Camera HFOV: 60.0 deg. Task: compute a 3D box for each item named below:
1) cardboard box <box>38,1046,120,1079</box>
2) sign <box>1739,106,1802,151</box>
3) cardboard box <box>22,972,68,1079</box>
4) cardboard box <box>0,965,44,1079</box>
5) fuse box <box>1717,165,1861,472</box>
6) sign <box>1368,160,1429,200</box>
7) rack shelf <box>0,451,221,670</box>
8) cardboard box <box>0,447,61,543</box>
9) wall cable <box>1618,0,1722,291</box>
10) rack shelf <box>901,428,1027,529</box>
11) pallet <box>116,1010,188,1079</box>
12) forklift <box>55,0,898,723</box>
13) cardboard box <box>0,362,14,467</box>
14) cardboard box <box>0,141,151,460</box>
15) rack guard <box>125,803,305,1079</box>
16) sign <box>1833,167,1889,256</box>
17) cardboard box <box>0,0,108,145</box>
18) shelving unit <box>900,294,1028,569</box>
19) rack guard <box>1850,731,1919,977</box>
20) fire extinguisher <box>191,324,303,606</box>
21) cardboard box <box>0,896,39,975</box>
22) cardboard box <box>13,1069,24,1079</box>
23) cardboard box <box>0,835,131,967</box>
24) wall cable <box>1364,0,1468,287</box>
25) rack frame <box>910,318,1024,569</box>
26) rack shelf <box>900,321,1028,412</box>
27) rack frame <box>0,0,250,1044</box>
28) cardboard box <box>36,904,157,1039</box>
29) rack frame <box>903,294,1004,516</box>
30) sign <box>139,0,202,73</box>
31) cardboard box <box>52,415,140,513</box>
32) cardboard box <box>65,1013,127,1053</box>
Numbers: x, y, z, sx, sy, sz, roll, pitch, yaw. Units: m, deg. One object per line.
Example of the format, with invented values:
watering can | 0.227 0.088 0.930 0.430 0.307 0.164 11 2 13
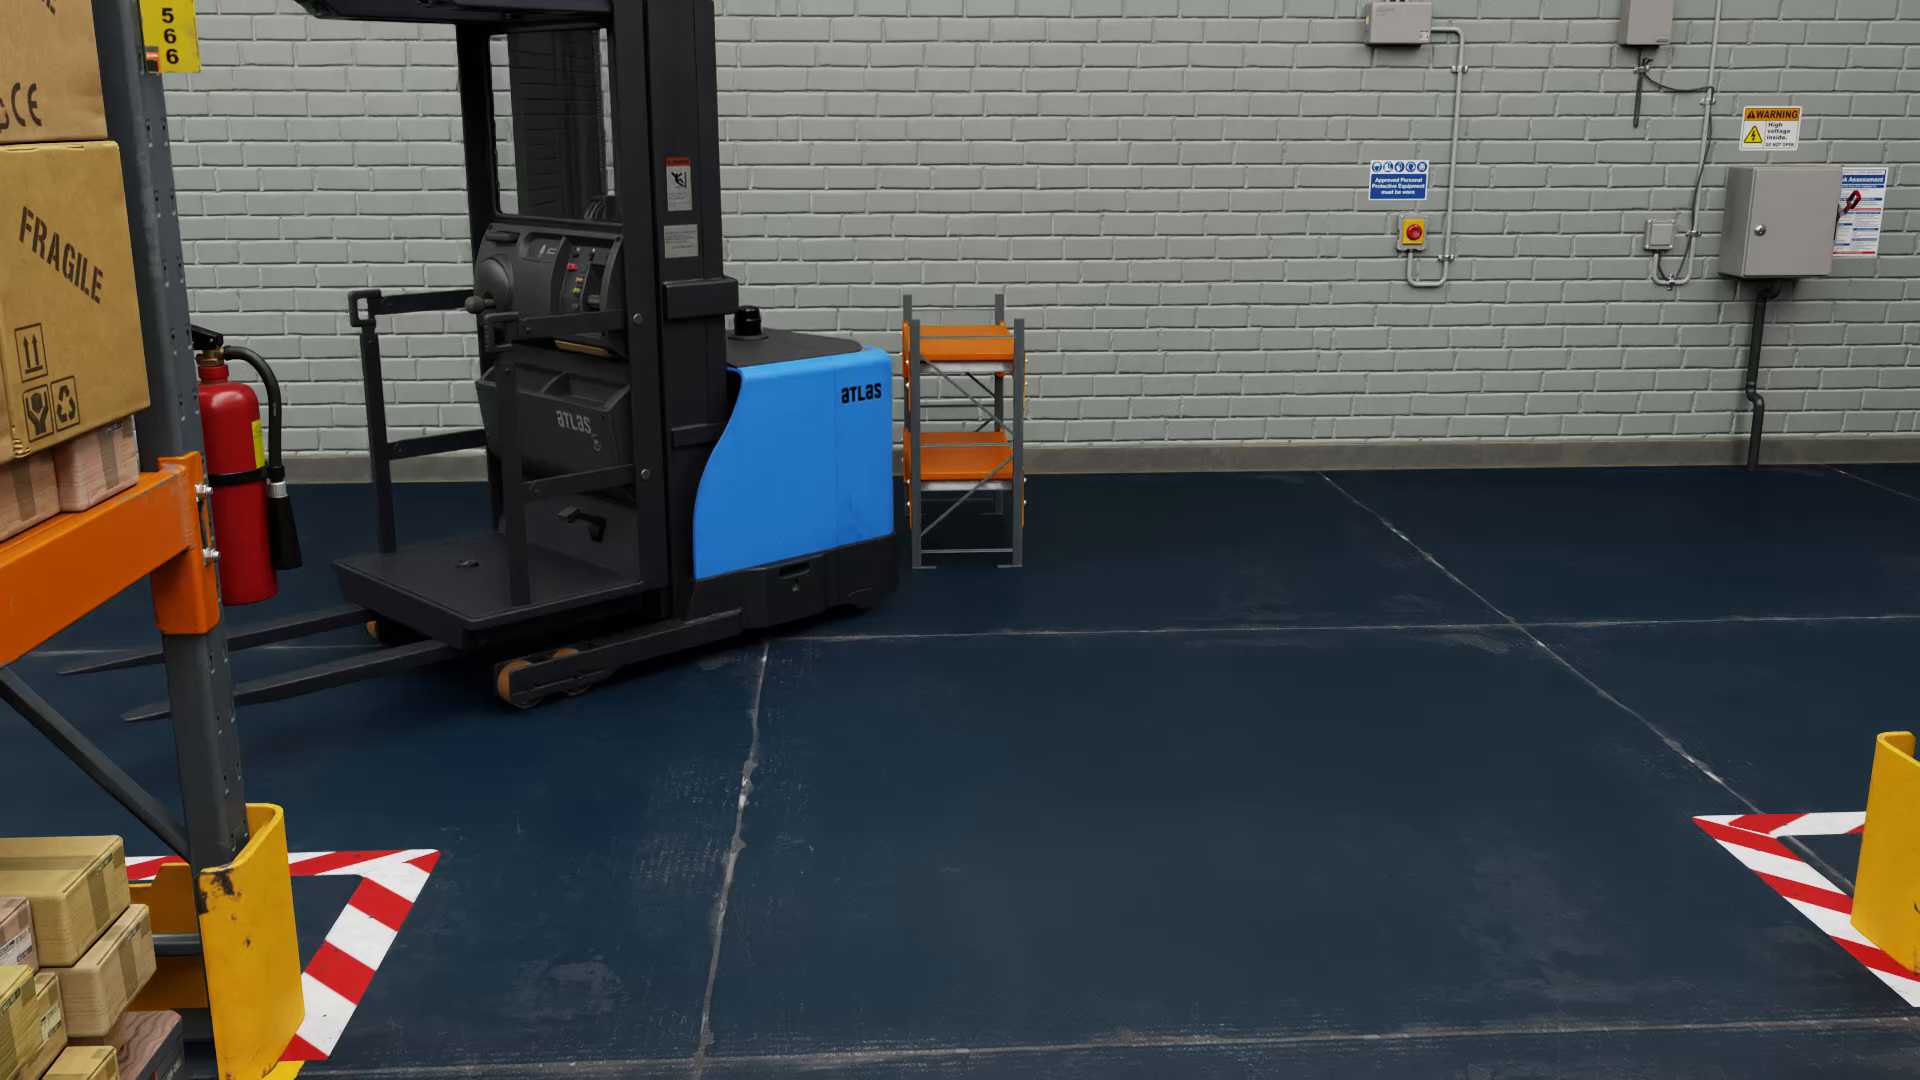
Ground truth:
cardboard box | -1.720 1.021 2.917 0.380 0.149 0.250 0 14 -2
sign | 4.522 -2.297 9.276 0.339 0.242 0.001 -1 14 -3
cardboard box | -1.798 0.879 2.870 0.380 0.149 0.250 -1 14 -5
cardboard box | -1.691 0.796 2.596 0.380 0.149 0.250 -1 14 -5
fuse box | 4.590 -1.222 9.342 0.539 1.711 0.414 -1 14 -3
sign | 2.432 -1.995 9.219 0.327 0.218 0.001 -1 14 -3
rack shelf | -1.954 0.499 1.510 1.077 0.370 4.000 -1 14 -3
cardboard box | -1.797 -0.086 2.844 0.380 0.149 0.250 -1 14 -4
wall cable | 3.899 -2.367 9.167 0.588 1.984 0.122 -1 14 -3
rack shelf | 0.000 -0.310 7.954 0.538 0.278 1.000 -1 14 -3
pallet | -2.058 1.225 2.840 1.003 0.211 1.213 -1 14 -3
forklift | -1.665 -0.981 5.957 3.031 2.935 1.130 -14 20 -43
cardboard box | -1.766 -0.303 2.387 0.500 0.500 0.500 -1 14 -4
cardboard box | -1.793 -0.431 2.885 0.500 0.500 0.500 -1 14 -2
rack guard | -2.073 0.883 3.591 1.175 0.500 0.348 -1 14 -3
sign | 5.070 -1.859 9.423 0.329 0.494 0.001 -1 14 -3
cardboard box | -1.801 -0.913 2.752 0.500 0.500 0.500 -1 14 -5
shelving unit | 0.000 -0.546 7.893 0.538 1.125 1.048 -1 14 -3
rack guard | 2.855 0.757 4.082 1.175 0.500 0.348 -1 14 -3
fire extinguisher | -1.632 -0.198 3.680 0.296 0.674 0.183 -1 14 -3
cardboard box | -1.834 0.734 2.839 0.380 0.149 0.250 -1 14 -2
cardboard box | -1.726 0.943 2.624 0.380 0.149 0.250 -1 15 -6
cardboard box | -1.792 0.670 3.085 0.380 0.149 0.250 -1 14 -3
wall cable | 2.484 -2.357 9.066 0.585 1.953 0.123 -1 14 -3
rack frame | 0.031 -0.420 7.401 0.500 1.125 0.032 -1 14 -3
rack shelf | 0.000 -0.830 7.820 0.538 0.278 1.000 -1 14 -3
rack frame | -2.078 -0.346 3.353 1.000 3.000 0.127 -1 14 -3
cardboard box | -1.760 0.814 3.126 0.380 0.149 0.250 -1 14 -5
rack frame | -0.032 -0.673 8.384 0.500 1.125 0.032 -1 14 -3
sign | -1.522 -1.064 3.183 0.100 0.325 0.005 -1 14 -3
cardboard box | -1.775 -0.148 3.086 0.380 0.149 0.250 -1 14 -3
cardboard box | -1.837 0.959 3.160 0.380 0.149 0.250 -1 14 -2
